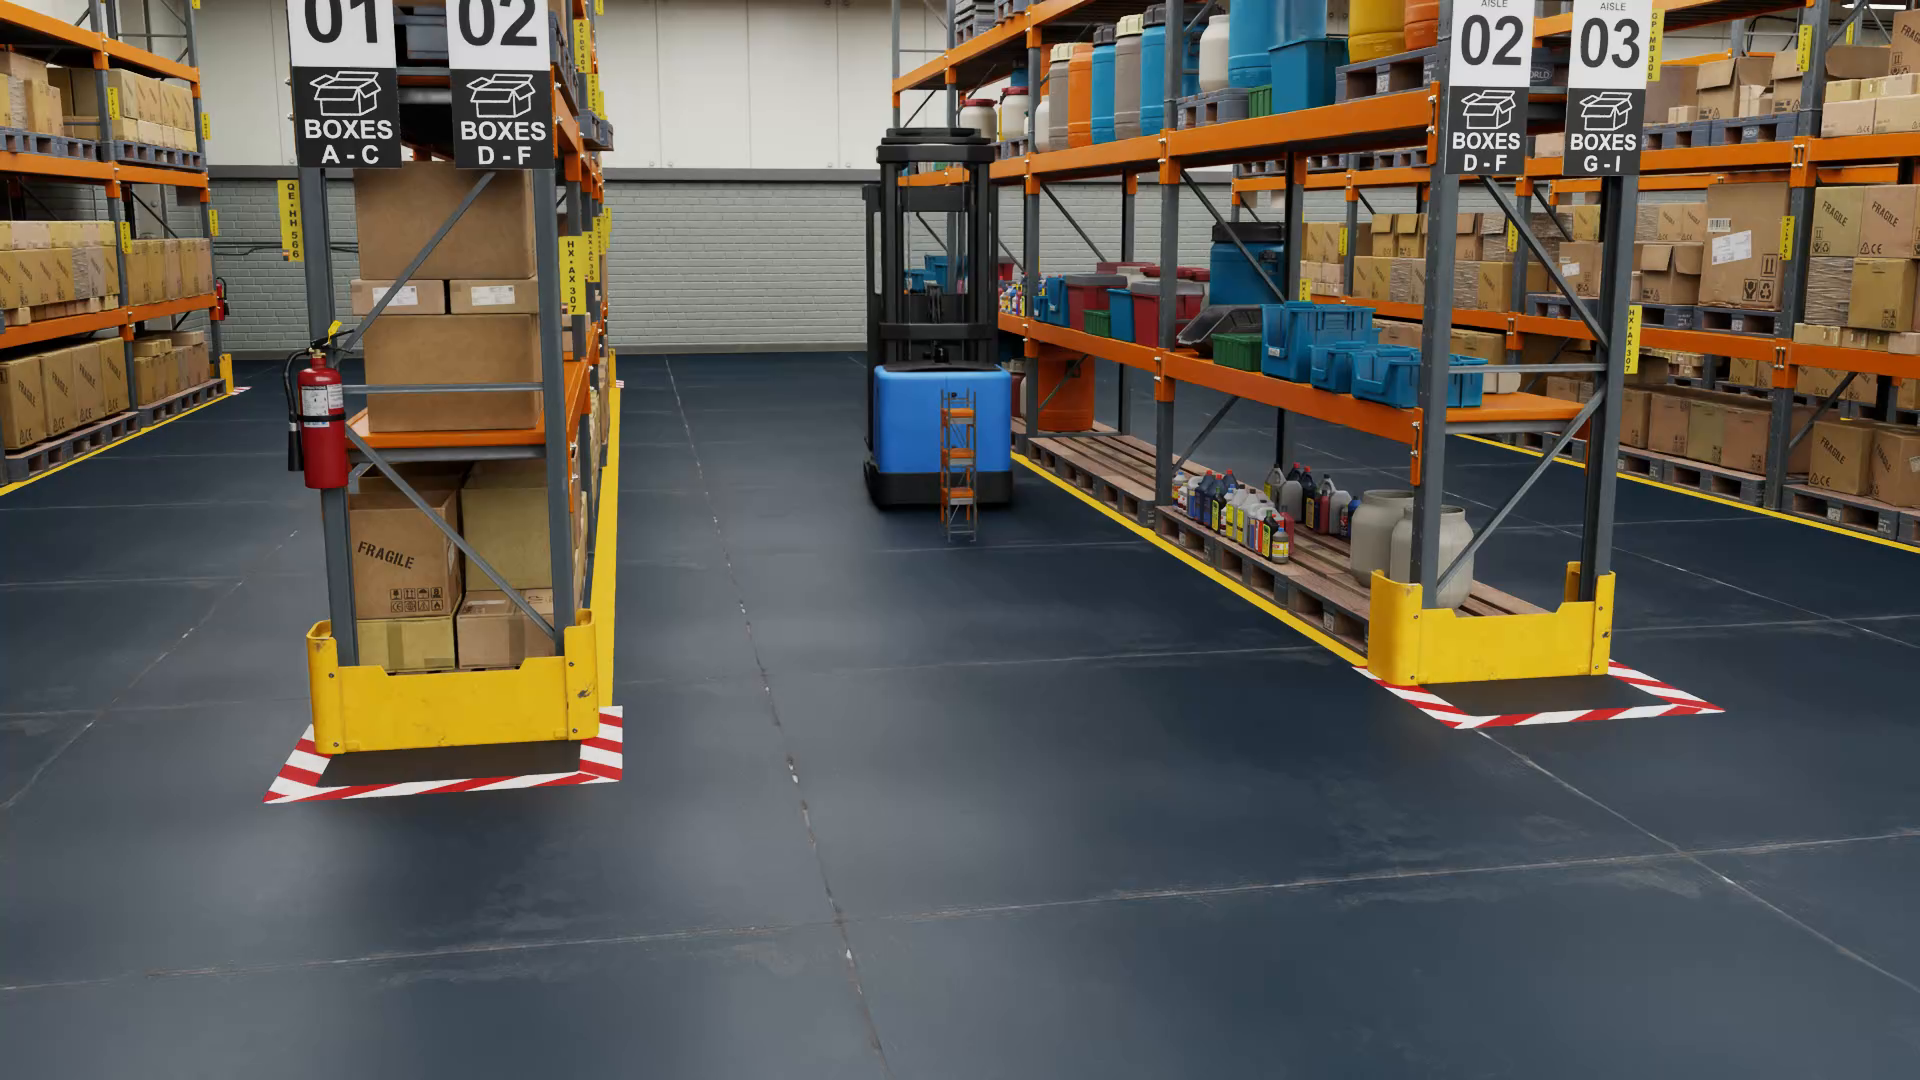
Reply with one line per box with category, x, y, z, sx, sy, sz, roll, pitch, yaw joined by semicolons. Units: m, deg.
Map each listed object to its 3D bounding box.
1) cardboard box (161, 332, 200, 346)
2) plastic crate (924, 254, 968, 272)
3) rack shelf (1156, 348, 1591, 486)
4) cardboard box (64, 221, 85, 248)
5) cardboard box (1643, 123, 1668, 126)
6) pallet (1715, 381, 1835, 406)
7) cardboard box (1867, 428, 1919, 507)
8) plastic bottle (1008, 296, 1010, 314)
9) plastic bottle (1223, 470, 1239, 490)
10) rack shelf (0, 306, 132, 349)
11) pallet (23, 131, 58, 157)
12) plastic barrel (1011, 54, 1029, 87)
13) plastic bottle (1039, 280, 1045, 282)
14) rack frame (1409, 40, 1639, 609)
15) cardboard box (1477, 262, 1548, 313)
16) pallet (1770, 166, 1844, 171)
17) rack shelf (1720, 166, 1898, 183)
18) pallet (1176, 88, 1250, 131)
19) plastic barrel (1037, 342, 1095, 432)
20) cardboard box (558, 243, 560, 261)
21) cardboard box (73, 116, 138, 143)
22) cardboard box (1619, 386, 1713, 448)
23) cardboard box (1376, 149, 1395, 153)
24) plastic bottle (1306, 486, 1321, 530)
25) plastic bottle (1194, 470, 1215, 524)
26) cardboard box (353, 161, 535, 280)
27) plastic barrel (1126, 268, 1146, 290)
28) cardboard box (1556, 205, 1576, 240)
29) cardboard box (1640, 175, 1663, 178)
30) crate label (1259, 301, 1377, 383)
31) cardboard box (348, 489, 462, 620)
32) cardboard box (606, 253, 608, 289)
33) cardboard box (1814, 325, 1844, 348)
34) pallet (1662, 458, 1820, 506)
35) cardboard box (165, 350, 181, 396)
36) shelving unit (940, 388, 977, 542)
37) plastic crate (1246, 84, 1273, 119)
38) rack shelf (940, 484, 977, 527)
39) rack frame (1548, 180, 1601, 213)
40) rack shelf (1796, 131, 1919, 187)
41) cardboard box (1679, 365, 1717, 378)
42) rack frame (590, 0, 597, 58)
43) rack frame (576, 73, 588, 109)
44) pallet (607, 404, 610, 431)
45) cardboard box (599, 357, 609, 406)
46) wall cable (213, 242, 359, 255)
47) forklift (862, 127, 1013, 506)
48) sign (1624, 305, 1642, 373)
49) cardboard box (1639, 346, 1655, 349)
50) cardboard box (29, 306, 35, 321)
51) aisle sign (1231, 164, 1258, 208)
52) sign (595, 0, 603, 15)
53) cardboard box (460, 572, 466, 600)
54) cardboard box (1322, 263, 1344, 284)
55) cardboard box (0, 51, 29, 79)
cardboard box;-9.658;-2.492;20.596;0.380;0.149;0.250;-2;11;-9
plastic crate;-0.180;-3.736;23.049;0.616;0.435;0.499;-2;11;-11
rack shelf;2.295;-0.823;9.922;1.077;0.370;4.000;-2;11;-11
cardboard box;-8.837;-2.960;16.101;0.500;0.250;0.500;-2;11;-10
cardboard box;6.037;-3.573;14.826;0.500;0.250;0.500;-2;11;-10
pallet;10.246;-1.840;20.798;1.003;0.211;1.213;-2;11;-11
cardboard box;6.921;-0.522;11.979;0.500;0.500;0.500;1;11;7
plastic bottle;0.524;-2.356;16.582;0.097;0.201;0.097;0;11;0
plastic bottle;1.797;-0.300;11.159;0.144;0.351;0.185;-2;11;-11
rack shelf;-8.979;-1.930;15.738;1.077;0.370;4.000;-2;11;-11
pallet;-8.988;-3.618;15.168;1.003;0.211;1.213;-2;11;-8
plastic barrel;0.832;-4.629;17.509;0.600;0.901;0.708;-2;11;-11
plastic bottle;0.913;-2.729;18.346;0.152;0.276;0.135;-2;11;-11
rack frame;2.684;-0.810;7.927;1.000;3.000;0.127;-2;11;-11
cardboard box;5.647;-2.588;17.001;0.500;0.500;0.500;-2;11;-9
pallet;10.313;-4.426;19.410;1.213;0.211;1.003;-2;11;-11
rack shelf;10.482;-4.106;19.147;1.077;0.370;4.000;-2;11;-11
pallet;2.142;-2.795;10.842;1.213;0.211;1.003;-2;11;-11
plastic barrel;1.016;-1.506;16.268;0.600;0.830;0.708;-2;11;-11
cardboard box;-3.965;-2.464;15.230;0.700;0.500;0.500;-6;12;-30
cardboard box;-9.244;-4.442;17.999;0.500;0.250;0.500;-2;11;-11
cardboard box;6.373;-1.118;15.056;0.700;0.500;0.500;-1;11;-6
cardboard box;5.331;-4.813;19.551;0.700;0.500;0.500;-2;11;-10
plastic bottle;2.318;-0.214;10.889;0.061;0.283;0.133;-2;11;-11
plastic bottle;1.656;-0.295;11.131;0.144;0.351;0.185;-2;11;-9
cardboard box;-2.264;-1.412;7.357;0.700;0.500;0.500;-2;11;-11
plastic barrel;1.619;-2.074;14.269;0.421;0.512;0.421;0;11;0
cardboard box;9.142;-4.680;24.528;0.500;0.500;0.500;-2;11;-11
cardboard box;9.548;-5.018;22.415;0.500;0.250;0.500;-2;11;-12
crate label;2.060;-1.155;9.646;0.502;0.435;0.616;-2;11;-11
cardboard box;-2.572;0.058;7.592;0.500;0.500;0.500;-2;11;-11
cardboard box;-4.934;-3.541;22.013;0.500;0.500;0.500;-2;11;-9
cardboard box;6.547;-1.503;12.244;0.380;0.149;0.250;-2;11;-11
pallet;6.611;-0.496;13.739;1.003;0.211;1.213;-2;11;-11
cardboard box;-9.605;-1.956;19.512;0.700;0.500;0.500;-2;11;-10
shelving unit;-0.010;-0.526;11.650;0.215;1.050;0.252;-2;11;-11
plastic crate;1.946;-2.613;9.949;0.336;0.188;0.450;-2;11;-11
rack shelf;-0.010;-0.242;11.704;0.215;0.259;0.240;-2;11;-11
rack frame;9.315;-4.086;25.142;1.000;3.000;0.127;-2;11;-11
rack shelf;7.153;-2.477;10.588;1.077;0.370;4.000;-2;11;-11
cardboard box;9.683;-2.218;21.827;0.380;0.149;0.250;-2;11;-10
rack frame;-5.288;-6.512;21.841;1.000;3.000;0.127;-2;11;-11
rack frame;-3.732;-5.044;14.133;1.000;3.000;0.127;-2;11;-11
pallet;-4.314;-1.313;18.032;1.003;0.211;1.213;-2;11;-11
cardboard box;-4.133;-1.739;18.320;0.500;0.500;0.500;-2;11;-11
wall cable;-10.896;-5.856;26.700;3.097;2.526;0.112;-2;11;-11
forklift;-0.253;-1.933;14.011;1.130;2.935;3.031;-1;11;-6
sign;3.224;-0.965;8.002;0.100;0.325;0.005;-2;11;-11
cardboard box;9.507;-2.694;22.737;0.380;0.149;0.250;-3;11;-14
cardboard box;-8.665;-2.059;15.111;0.380;0.149;0.250;-2;11;-10
aisle sign;4.122;-5.204;24.060;0.394;0.787;0.004;-2;11;-11
sign;-4.739;-7.065;21.826;0.100;0.325;0.005;-2;11;-11
cardboard box;-2.679;0.335;8.142;0.500;0.250;0.500;-2;11;-11
cardboard box;4.865;-3.334;20.799;0.500;0.250;0.500;-2;11;-12
cardboard box;-9.204;-4.490;15.795;0.500;0.250;0.500;-2;11;-13
